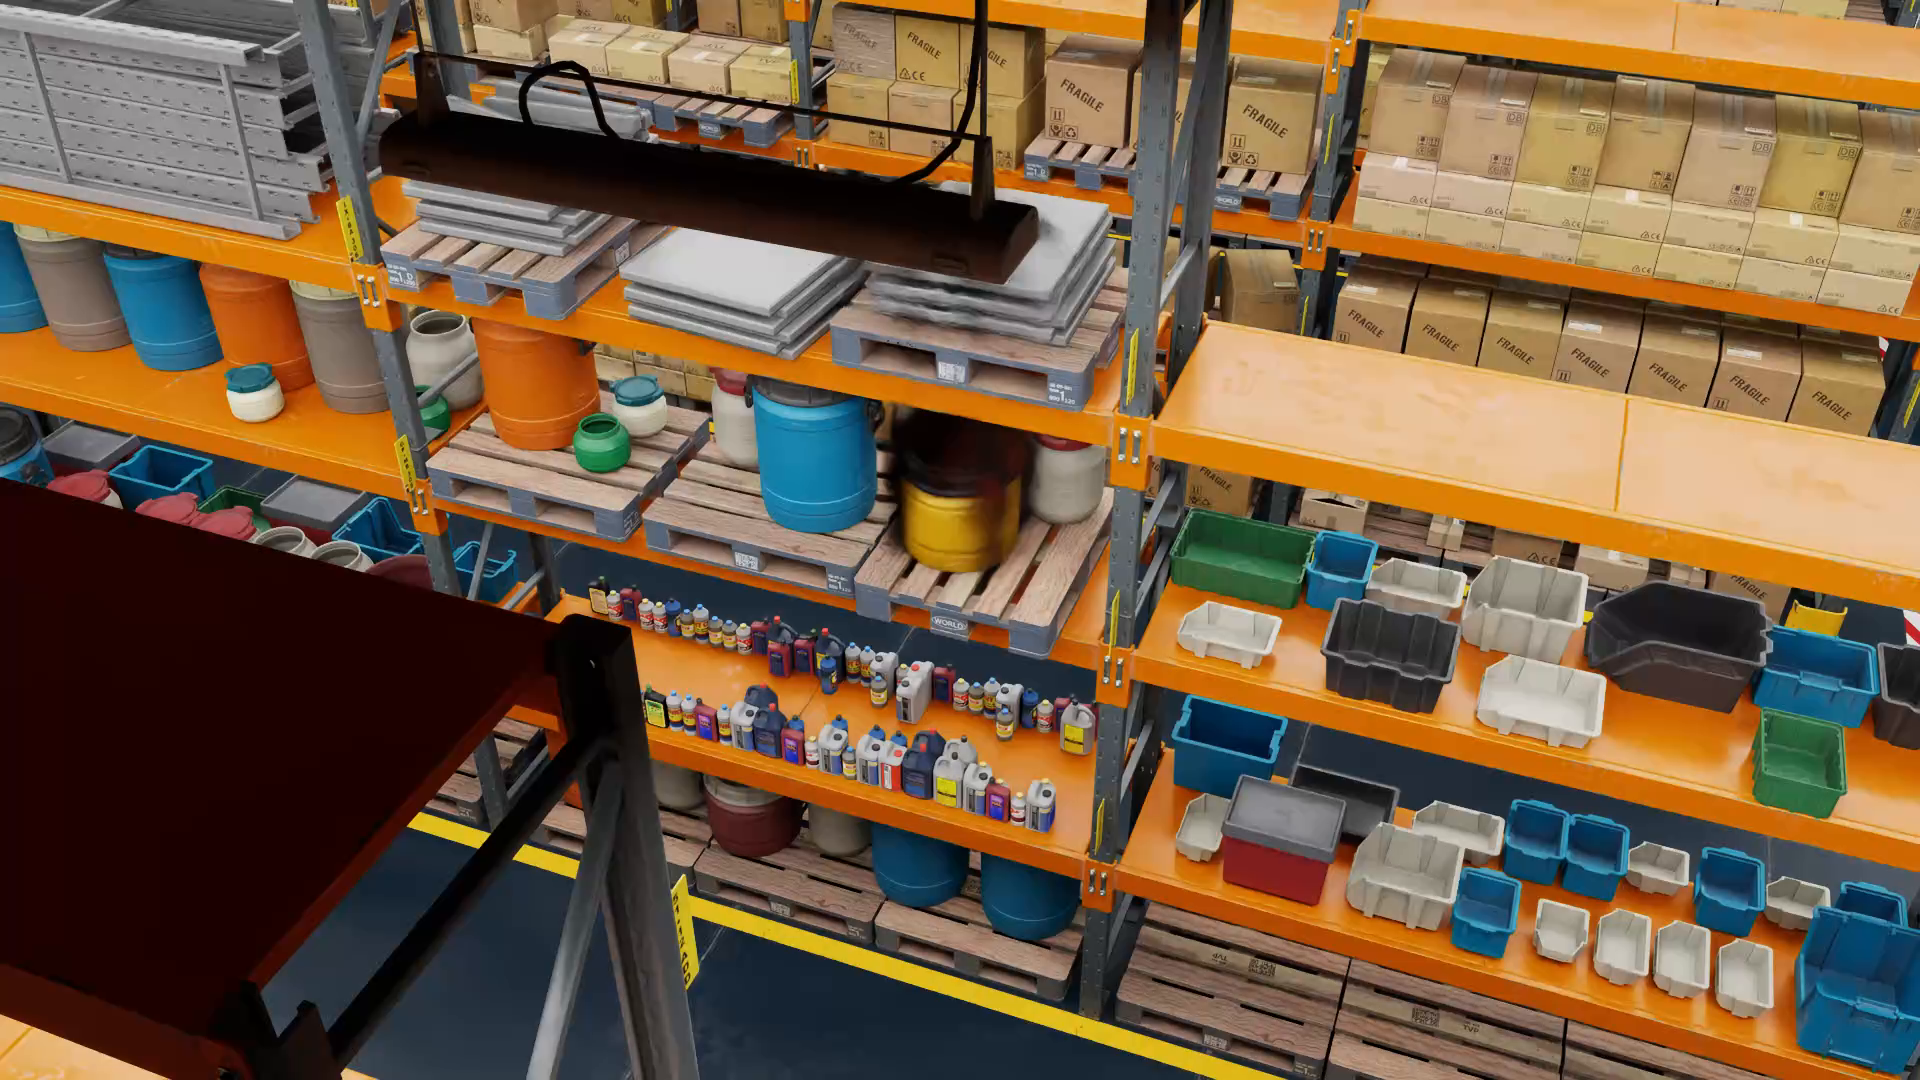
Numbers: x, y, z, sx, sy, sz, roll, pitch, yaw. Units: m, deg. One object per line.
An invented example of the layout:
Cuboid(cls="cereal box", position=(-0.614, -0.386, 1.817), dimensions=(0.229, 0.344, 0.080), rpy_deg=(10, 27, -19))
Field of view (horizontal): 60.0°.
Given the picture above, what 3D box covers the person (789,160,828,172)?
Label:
Cuboid(cls="person", position=(-1.410, -3.375, 16.595), dimensions=(0.943, 1.640, 0.601), rpy_deg=(3, 37, 4))
